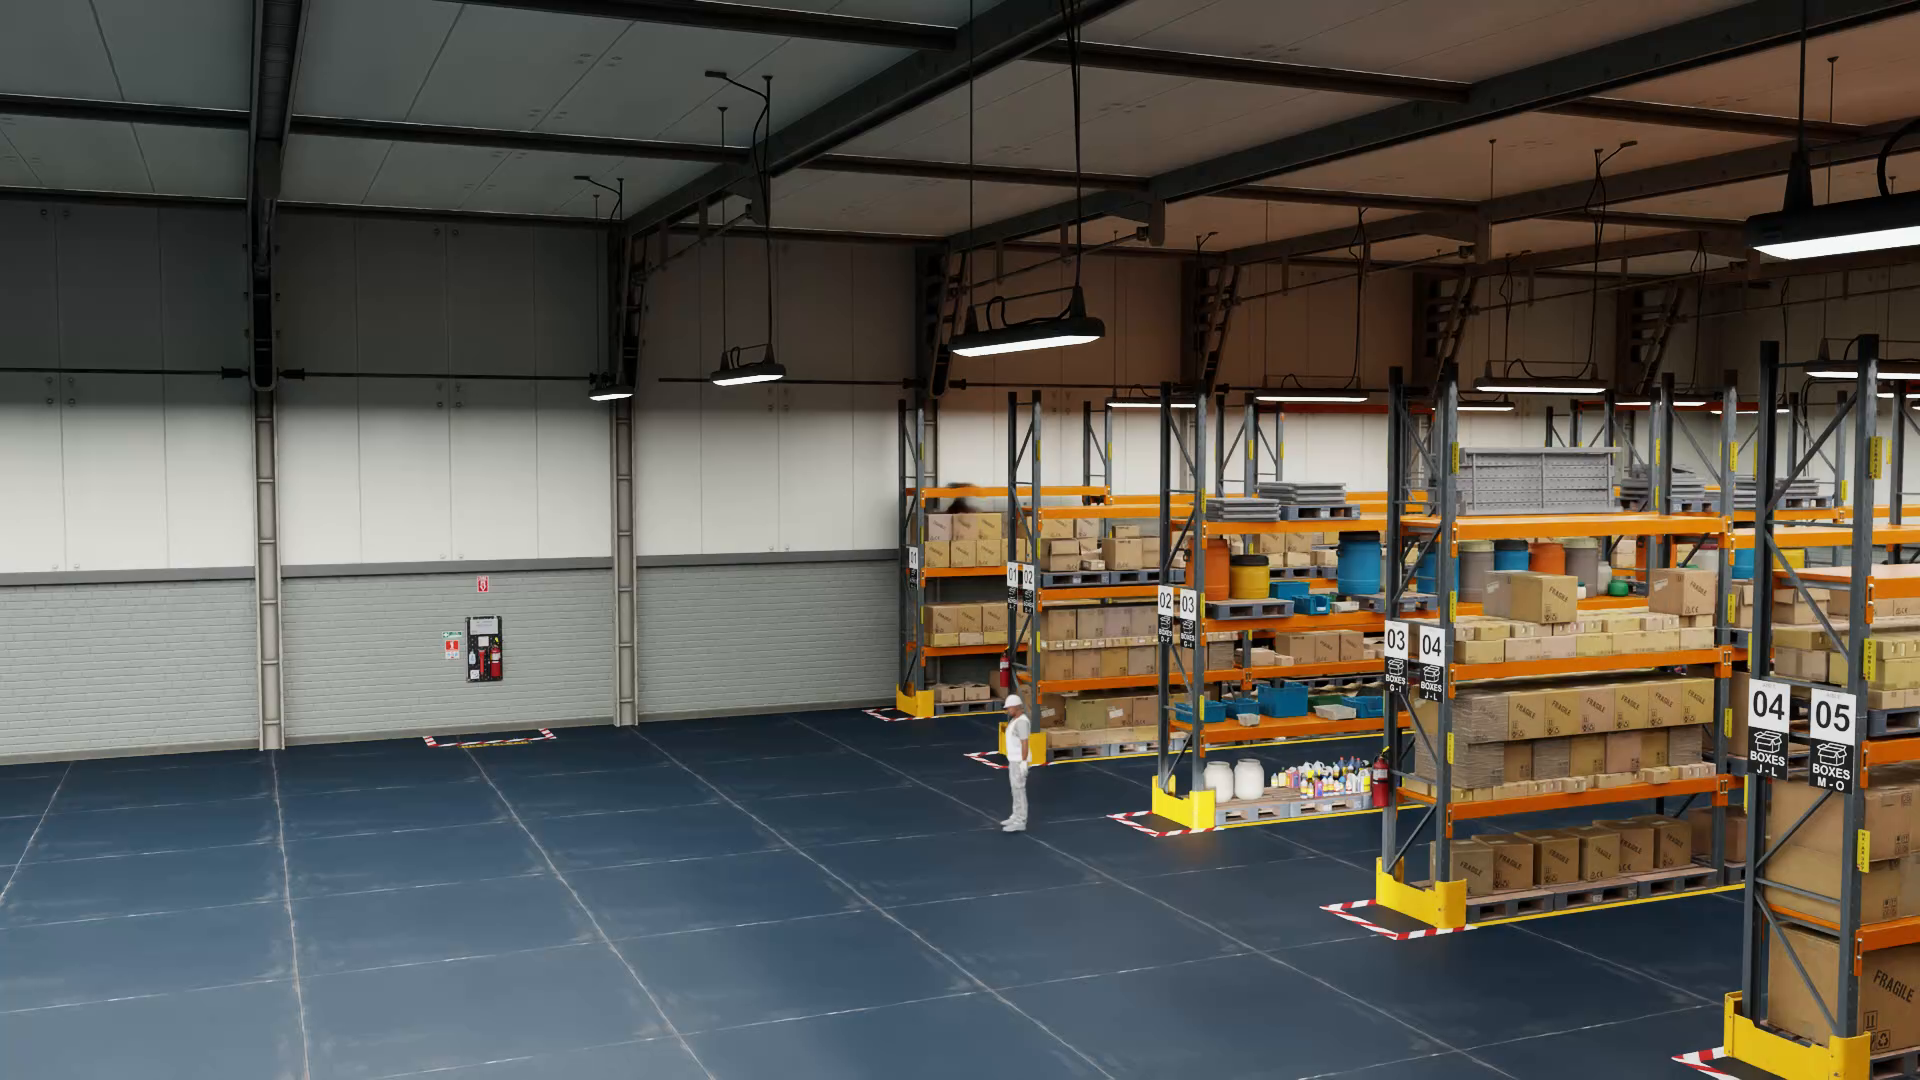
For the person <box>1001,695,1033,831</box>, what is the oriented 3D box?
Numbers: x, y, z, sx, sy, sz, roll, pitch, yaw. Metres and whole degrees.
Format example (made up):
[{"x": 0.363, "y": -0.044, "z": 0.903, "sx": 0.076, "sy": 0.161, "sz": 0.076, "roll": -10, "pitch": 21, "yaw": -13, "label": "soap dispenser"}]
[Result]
[{"x": 0.761, "y": 2.964, "z": 22.259, "sx": 0.419, "sy": 1.778, "sz": 0.640, "roll": 0, "pitch": 3, "yaw": -2, "label": "person"}]
